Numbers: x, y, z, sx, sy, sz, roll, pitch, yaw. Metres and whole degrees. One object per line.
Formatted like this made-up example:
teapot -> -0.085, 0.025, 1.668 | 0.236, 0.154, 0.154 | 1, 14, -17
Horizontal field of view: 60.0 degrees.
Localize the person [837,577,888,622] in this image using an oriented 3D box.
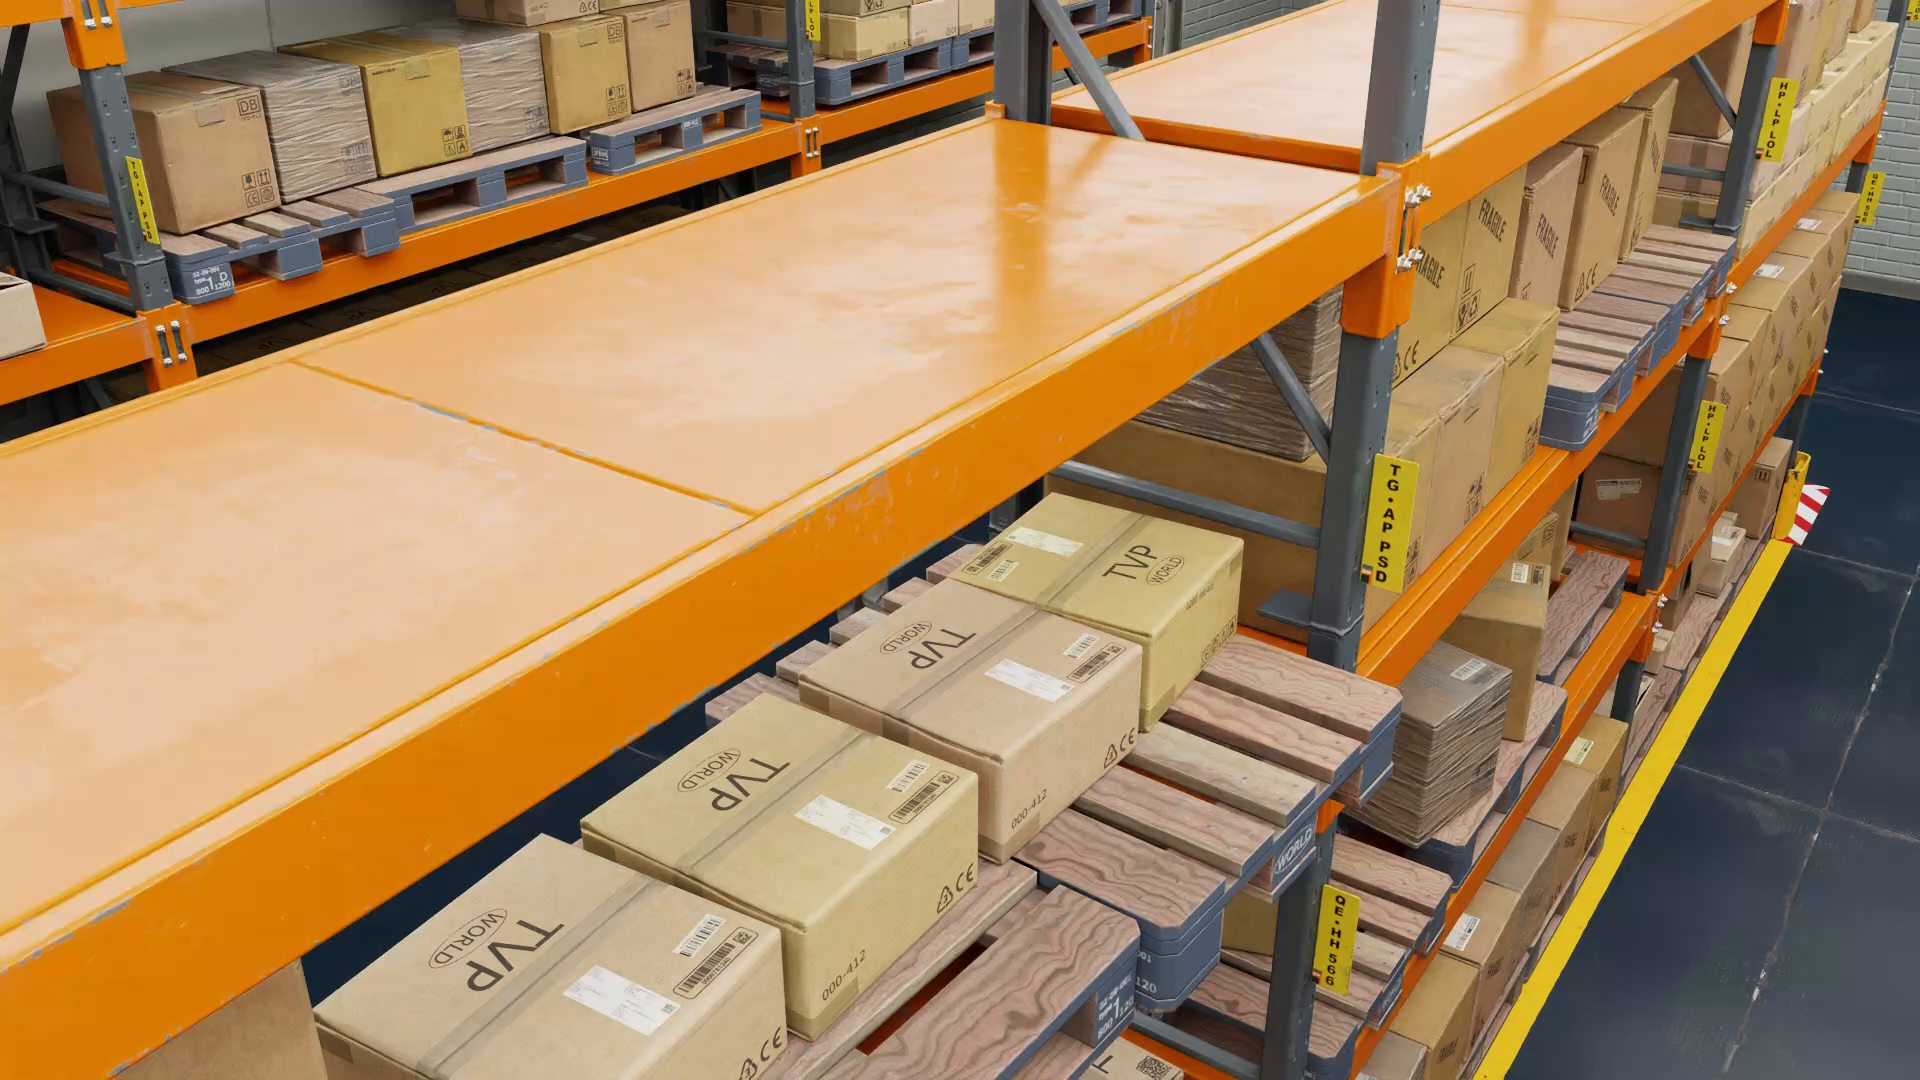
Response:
person -> -0.528, -0.039, 9.201 | 0.437, 1.672, 0.361 | 18, 32, 31
